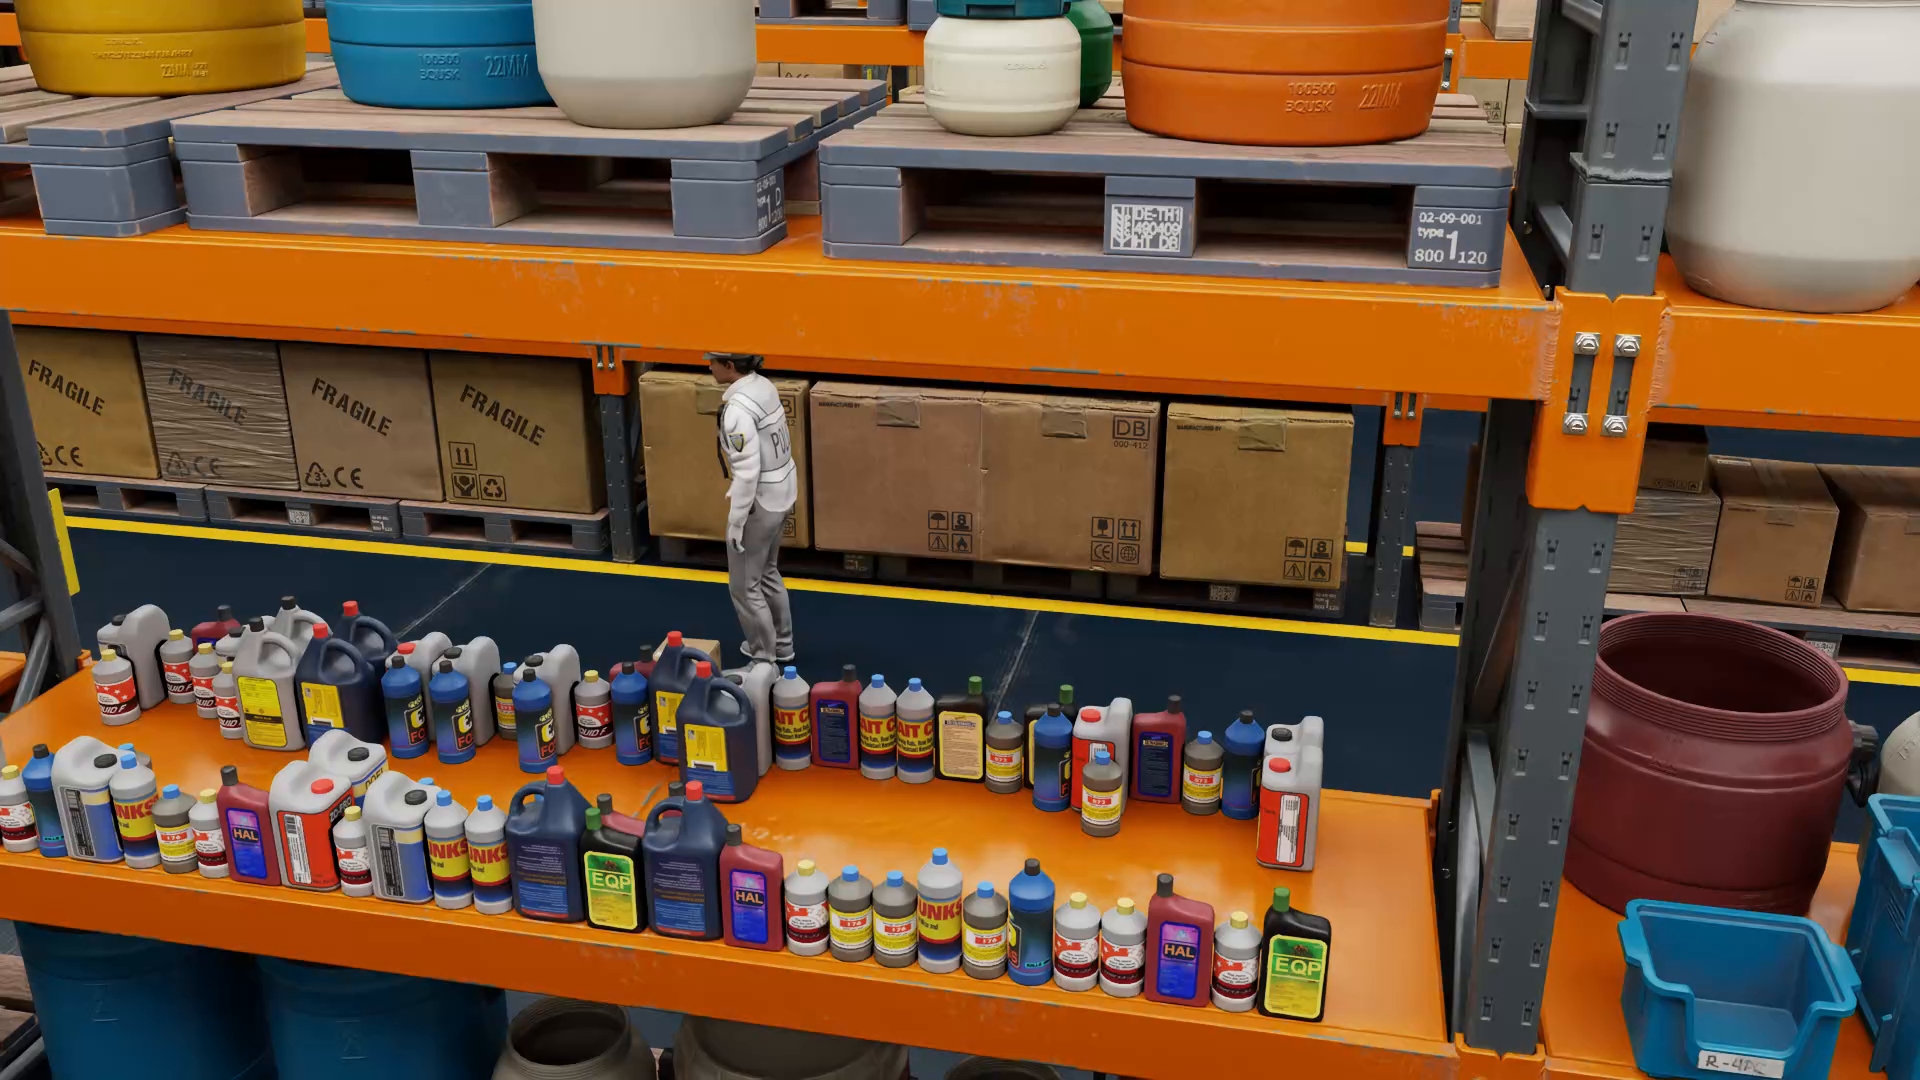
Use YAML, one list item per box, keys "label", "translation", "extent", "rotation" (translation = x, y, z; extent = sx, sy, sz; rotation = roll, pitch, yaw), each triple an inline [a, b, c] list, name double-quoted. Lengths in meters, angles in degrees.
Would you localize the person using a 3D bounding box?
- label: "person"
  translation: [-0.925, -0.147, 7.453]
  extent: [0.373, 1.662, 0.536]
  rotation: [4, 22, 9]
